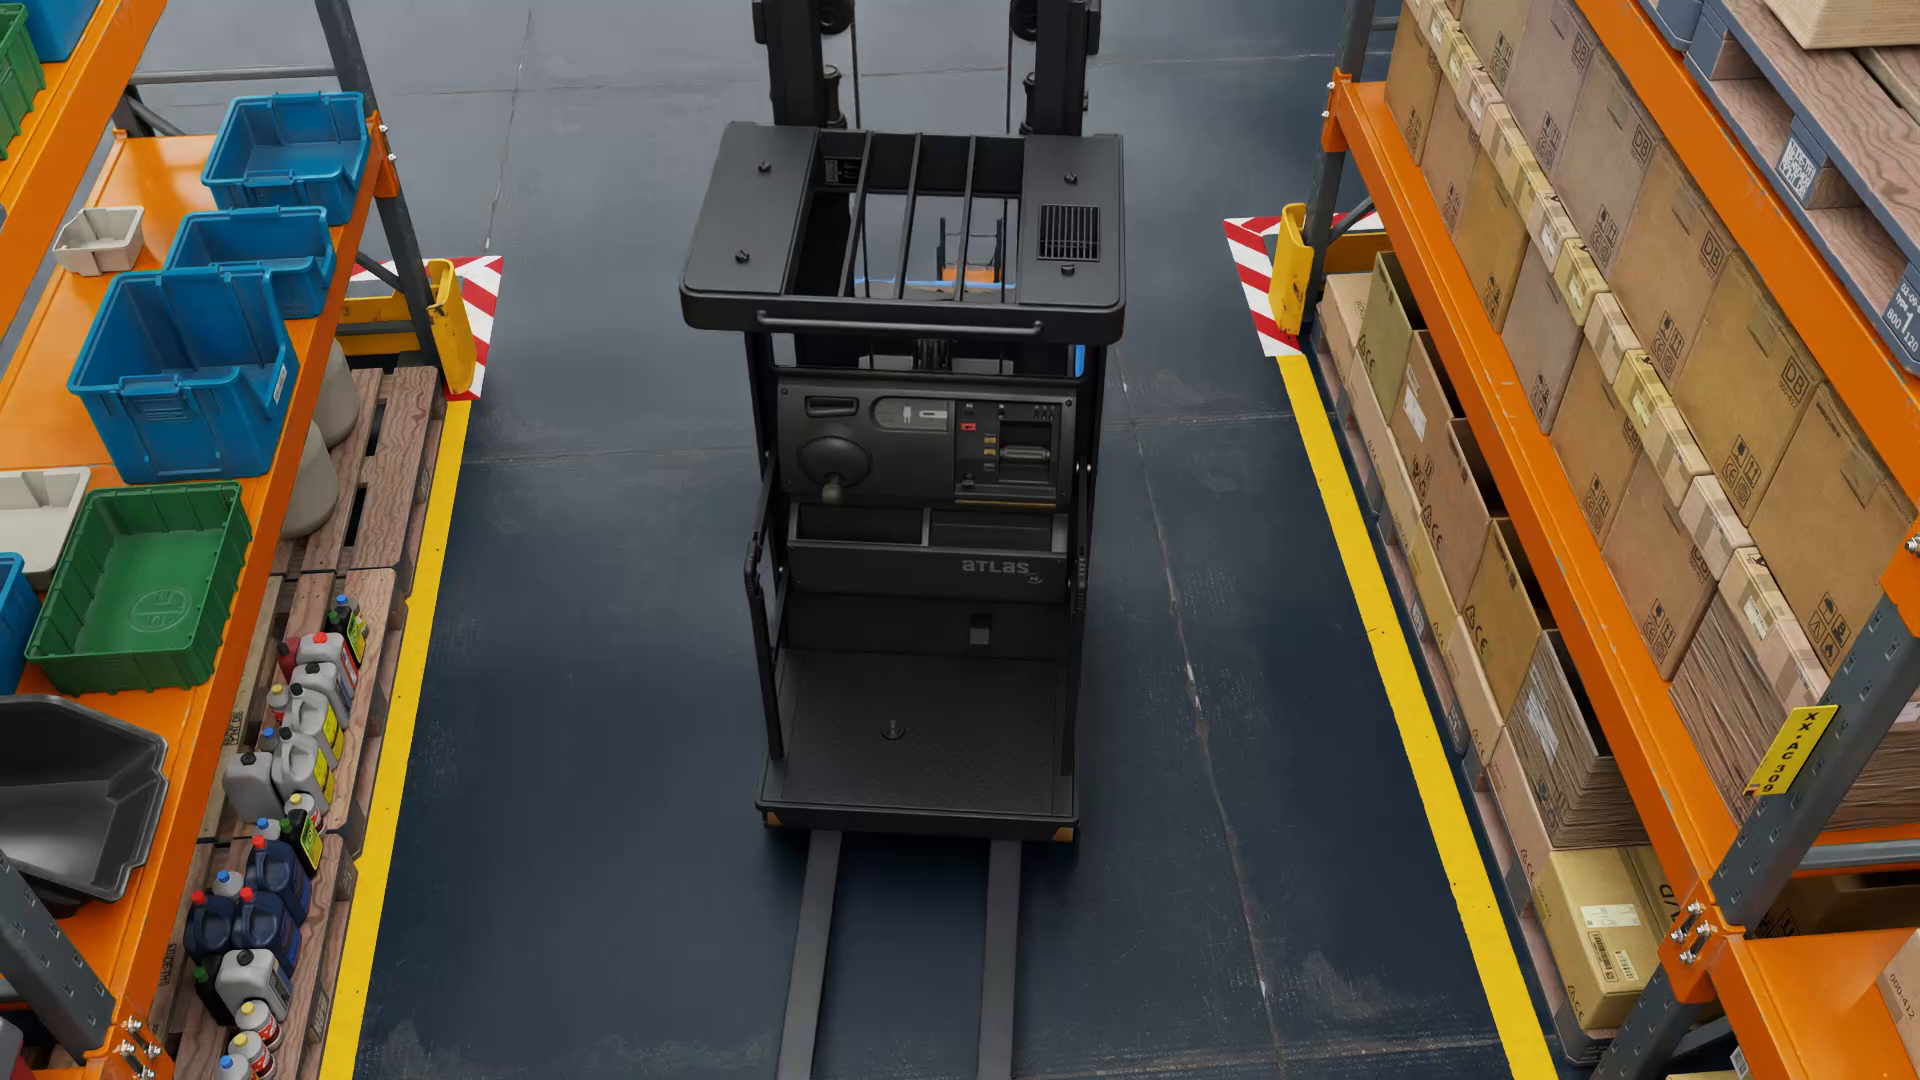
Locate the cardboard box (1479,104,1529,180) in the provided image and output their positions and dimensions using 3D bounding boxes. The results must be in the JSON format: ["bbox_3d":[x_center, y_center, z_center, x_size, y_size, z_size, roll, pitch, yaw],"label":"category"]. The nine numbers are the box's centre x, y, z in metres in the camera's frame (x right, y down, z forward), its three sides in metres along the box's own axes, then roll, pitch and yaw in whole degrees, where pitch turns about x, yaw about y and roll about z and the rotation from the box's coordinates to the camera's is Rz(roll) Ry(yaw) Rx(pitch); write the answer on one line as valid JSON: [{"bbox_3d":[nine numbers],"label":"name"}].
[{"bbox_3d":[1.980,-1.344,5.577,0.380,0.149,0.250,-5,47,-5],"label":"cardboard box"}]

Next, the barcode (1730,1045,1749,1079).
[{"bbox_3d":[2.015,1.352,4.297,0.001,0.075,0.075,-3,47,-3],"label":"barcode"}]

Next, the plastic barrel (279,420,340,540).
[{"bbox_3d":[-2.690,-0.286,6.516,0.421,0.512,0.421,0,47,0],"label":"plastic barrel"}]

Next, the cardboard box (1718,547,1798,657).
[{"bbox_3d":[2.153,0.144,4.169,0.380,0.149,0.250,-4,47,-4],"label":"cardboard box"}]

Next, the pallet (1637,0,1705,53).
[{"bbox_3d":[2.212,-1.733,4.457,1.003,0.211,1.213,-3,47,-3],"label":"pallet"}]

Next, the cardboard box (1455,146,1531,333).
[{"bbox_3d":[2.184,-1.086,5.781,0.700,0.500,0.500,-3,47,-3],"label":"cardboard box"}]

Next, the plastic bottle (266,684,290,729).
[{"bbox_3d":[-2.390,0.587,5.889,0.097,0.201,0.097,0,47,0],"label":"plastic bottle"}]

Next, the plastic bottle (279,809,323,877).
[{"bbox_3d":[-2.170,0.977,5.463,0.061,0.283,0.133,-2,47,-2],"label":"plastic bottle"}]

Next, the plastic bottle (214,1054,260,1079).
[{"bbox_3d":[-2.118,1.592,4.889,0.097,0.271,0.097,0,47,0],"label":"plastic bottle"}]

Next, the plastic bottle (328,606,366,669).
[{"bbox_3d":[-2.244,0.337,6.069,0.061,0.283,0.133,-2,47,-2],"label":"plastic bottle"}]

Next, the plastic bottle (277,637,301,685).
[{"bbox_3d":[-2.384,0.444,5.968,0.061,0.283,0.133,-3,47,-3],"label":"plastic bottle"}]

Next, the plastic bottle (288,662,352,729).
[{"bbox_3d":[-2.267,0.540,5.882,0.152,0.276,0.135,-5,47,-4],"label":"plastic bottle"}]

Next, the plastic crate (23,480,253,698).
[{"bbox_3d":[-2.360,0.136,4.838,0.450,0.188,0.662,-3,47,-3],"label":"plastic crate"}]

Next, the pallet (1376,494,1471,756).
[{"bbox_3d":[2.278,0.260,6.495,1.003,0.211,1.213,-3,47,-3],"label":"pallet"}]

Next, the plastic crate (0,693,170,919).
[{"bbox_3d":[-2.445,0.697,4.203,0.767,0.338,0.504,-3,47,-3],"label":"plastic crate"}]

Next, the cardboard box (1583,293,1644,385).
[{"bbox_3d":[2.067,-0.596,4.869,0.380,0.149,0.250,-2,47,-2],"label":"cardboard box"}]

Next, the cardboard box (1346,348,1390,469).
[{"bbox_3d":[1.942,-0.566,6.961,0.500,0.250,0.500,-3,47,-3],"label":"cardboard box"}]

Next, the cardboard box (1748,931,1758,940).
[{"bbox_3d":[2.672,1.211,5.278,0.500,0.250,0.500,-3,47,-3],"label":"cardboard box"}]

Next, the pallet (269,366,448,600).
[{"bbox_3d":[-2.747,-0.232,6.961,1.003,0.211,1.213,-3,47,-3],"label":"pallet"}]

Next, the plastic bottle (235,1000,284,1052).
[{"bbox_3d":[-2.135,1.469,5.054,0.097,0.201,0.097,0,47,0],"label":"plastic bottle"}]

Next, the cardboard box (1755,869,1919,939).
[{"bbox_3d":[2.681,0.953,5.006,0.500,0.500,0.500,-3,47,-3],"label":"cardboard box"}]

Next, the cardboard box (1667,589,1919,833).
[{"bbox_3d":[2.365,0.409,4.364,0.700,0.500,0.500,-5,47,-4],"label":"cardboard box"}]

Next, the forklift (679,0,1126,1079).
[{"bbox_3d":[-0.117,-0.197,5.054,1.130,2.935,3.031,3,47,2],"label":"forklift"}]

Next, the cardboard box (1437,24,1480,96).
[{"bbox_3d":[1.936,-1.719,5.933,0.380,0.149,0.250,-3,47,-3],"label":"cardboard box"}]

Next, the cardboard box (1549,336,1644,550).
[{"bbox_3d":[2.276,-0.335,5.069,0.700,0.500,0.500,-3,47,-3],"label":"cardboard box"}]

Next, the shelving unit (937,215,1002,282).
[{"bbox_3d":[0.038,-0.769,6.789,0.258,1.200,0.189,3,47,2],"label":"shelving unit"}]

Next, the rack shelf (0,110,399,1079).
[{"bbox_3d":[-2.695,-0.137,5.446,1.077,0.370,4.000,-3,47,-3],"label":"rack shelf"}]

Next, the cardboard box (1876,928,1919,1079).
[{"bbox_3d":[2.493,1.169,3.816,0.500,0.250,0.500,-1,47,-1],"label":"cardboard box"}]

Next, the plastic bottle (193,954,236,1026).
[{"bbox_3d":[-2.278,1.363,5.098,0.061,0.283,0.133,-3,47,-3],"label":"plastic bottle"}]

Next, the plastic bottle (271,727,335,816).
[{"bbox_3d":[-2.233,0.769,5.614,0.144,0.351,0.185,-4,47,-4],"label":"plastic bottle"}]

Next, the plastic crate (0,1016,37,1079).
[{"bbox_3d":[-2.183,1.372,3.477,0.402,0.464,0.583,-3,47,-3],"label":"plastic crate"}]

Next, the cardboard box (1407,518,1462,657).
[{"bbox_3d":[2.021,0.158,6.275,0.500,0.250,0.500,-3,47,-3],"label":"cardboard box"}]

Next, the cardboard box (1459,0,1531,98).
[{"bbox_3d":[2.154,-1.853,5.613,0.700,0.500,0.500,-5,47,-4],"label":"cardboard box"}]

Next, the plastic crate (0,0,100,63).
[{"bbox_3d":[-2.403,-1.496,4.183,0.392,0.384,0.575,-3,47,-3],"label":"plastic crate"}]

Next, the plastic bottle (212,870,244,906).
[{"bbox_3d":[-2.315,1.143,5.315,0.097,0.271,0.097,0,47,0],"label":"plastic bottle"}]

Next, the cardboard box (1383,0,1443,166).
[{"bbox_3d":[2.100,-1.826,6.481,0.700,0.500,0.500,-3,47,-3],"label":"cardboard box"}]

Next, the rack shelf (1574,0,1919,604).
[{"bbox_3d":[2.241,-1.467,4.639,1.077,0.370,4.000,-3,47,-3],"label":"rack shelf"}]

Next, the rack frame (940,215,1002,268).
[{"bbox_3d":[0.044,-0.836,6.852,0.240,1.200,0.006,3,47,2],"label":"rack frame"}]

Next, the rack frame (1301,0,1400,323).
[{"bbox_3d":[2.073,-2.130,6.838,1.000,3.000,0.127,-3,47,-3],"label":"rack frame"}]

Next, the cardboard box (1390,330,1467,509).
[{"bbox_3d":[1.995,-0.463,6.347,0.500,0.500,0.500,-3,47,-3],"label":"cardboard box"}]

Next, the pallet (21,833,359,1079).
[{"bbox_3d":[-2.543,1.533,5.289,1.003,0.211,1.213,-3,47,-3],"label":"pallet"}]

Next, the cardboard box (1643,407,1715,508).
[{"bbox_3d":[2.106,-0.235,4.528,0.380,0.149,0.250,-4,47,-3],"label":"cardboard box"}]

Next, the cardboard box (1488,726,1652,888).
[{"bbox_3d":[2.120,0.881,5.591,0.500,0.250,0.500,-3,47,-3],"label":"cardboard box"}]

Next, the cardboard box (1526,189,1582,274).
[{"bbox_3d":[2.020,-0.978,5.231,0.380,0.149,0.250,-3,47,-3],"label":"cardboard box"}]

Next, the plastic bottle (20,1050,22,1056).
[{"bbox_3d":[-2.897,1.517,4.951,0.061,0.283,0.133,-1,47,-1],"label":"plastic bottle"}]

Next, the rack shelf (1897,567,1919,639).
[{"bbox_3d":[2.576,1.427,1.899,1.077,0.370,4.000,-3,47,-3],"label":"rack shelf"}]

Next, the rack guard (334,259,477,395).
[{"bbox_3d":[-2.810,-0.920,7.413,1.175,0.500,0.348,-3,47,-3],"label":"rack guard"}]

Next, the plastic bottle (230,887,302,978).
[{"bbox_3d":[-2.182,1.213,5.193,0.144,0.351,0.185,-2,47,-2],"label":"plastic bottle"}]

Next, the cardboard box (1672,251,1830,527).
[{"bbox_3d":[2.321,-0.403,4.239,0.700,0.500,0.500,-4,47,-3],"label":"cardboard box"}]

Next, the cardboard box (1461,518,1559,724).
[{"bbox_3d":[2.076,0.261,5.661,0.500,0.500,0.500,-3,47,-3],"label":"cardboard box"}]

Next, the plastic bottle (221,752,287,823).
[{"bbox_3d":[-2.379,0.822,5.615,0.152,0.276,0.135,-3,47,-3],"label":"plastic bottle"}]

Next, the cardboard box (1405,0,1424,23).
[{"bbox_3d":[1.892,-2.090,6.285,0.380,0.149,0.250,-4,47,-4],"label":"cardboard box"}]

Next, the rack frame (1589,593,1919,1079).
[{"bbox_3d":[2.412,0.764,4.097,0.949,2.616,0.053,-3,47,-3],"label":"rack frame"}]

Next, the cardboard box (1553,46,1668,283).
[{"bbox_3d":[2.239,-1.126,4.925,0.700,0.500,0.500,-3,47,-3],"label":"cardboard box"}]

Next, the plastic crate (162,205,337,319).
[{"bbox_3d":[-2.474,-0.966,5.838,0.499,0.251,0.408,-3,47,-3],"label":"plastic crate"}]

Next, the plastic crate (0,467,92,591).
[{"bbox_3d":[-2.916,-0.006,5.008,0.530,0.136,0.437,-3,47,-3],"label":"plastic crate"}]
